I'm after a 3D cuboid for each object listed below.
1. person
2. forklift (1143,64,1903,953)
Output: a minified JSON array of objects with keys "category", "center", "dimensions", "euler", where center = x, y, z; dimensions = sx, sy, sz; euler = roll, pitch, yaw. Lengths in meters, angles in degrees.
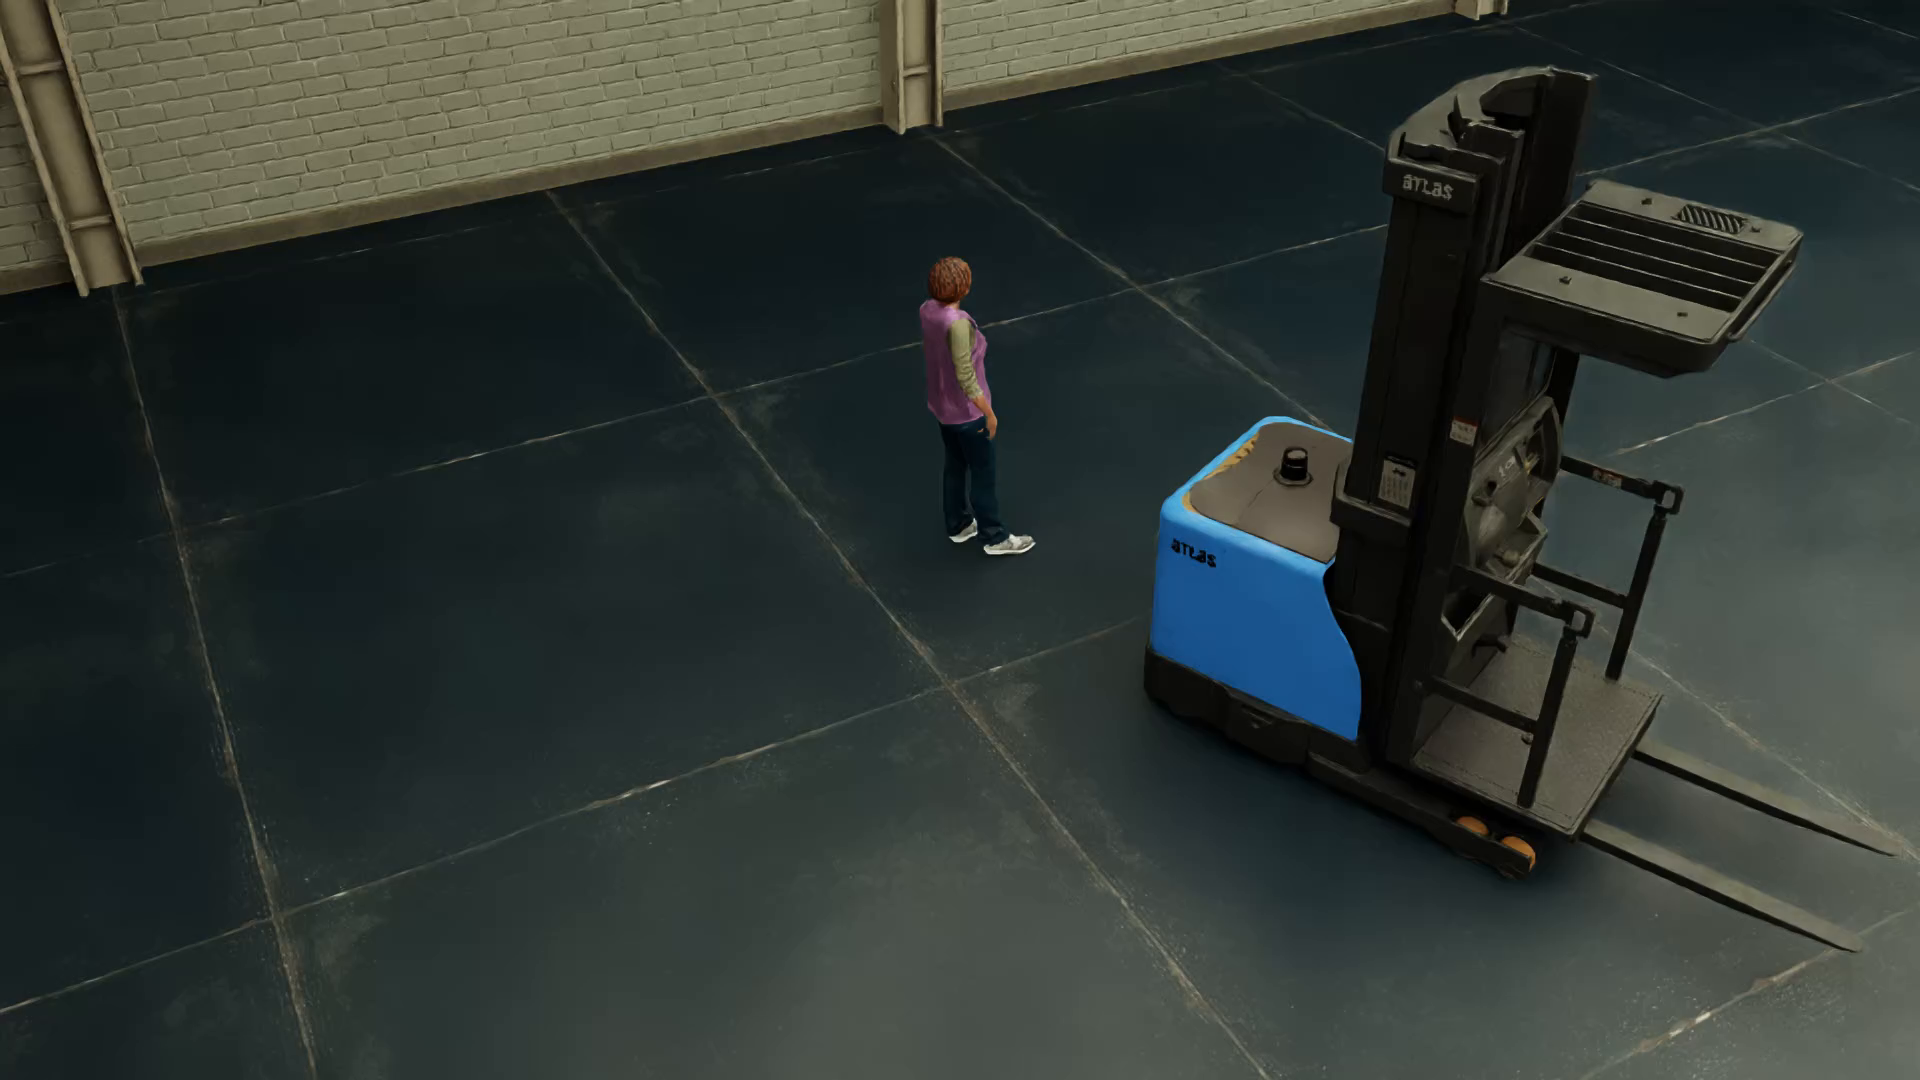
[{"category":"person","center":[0.072,-0.665,8.220],"dimensions":[0.474,1.583,0.520],"euler":[-17,39,-23]},{"category":"forklift","center":[2.316,-0.178,6.375],"dimensions":[3.031,2.935,1.130],"euler":[24,42,30]}]
